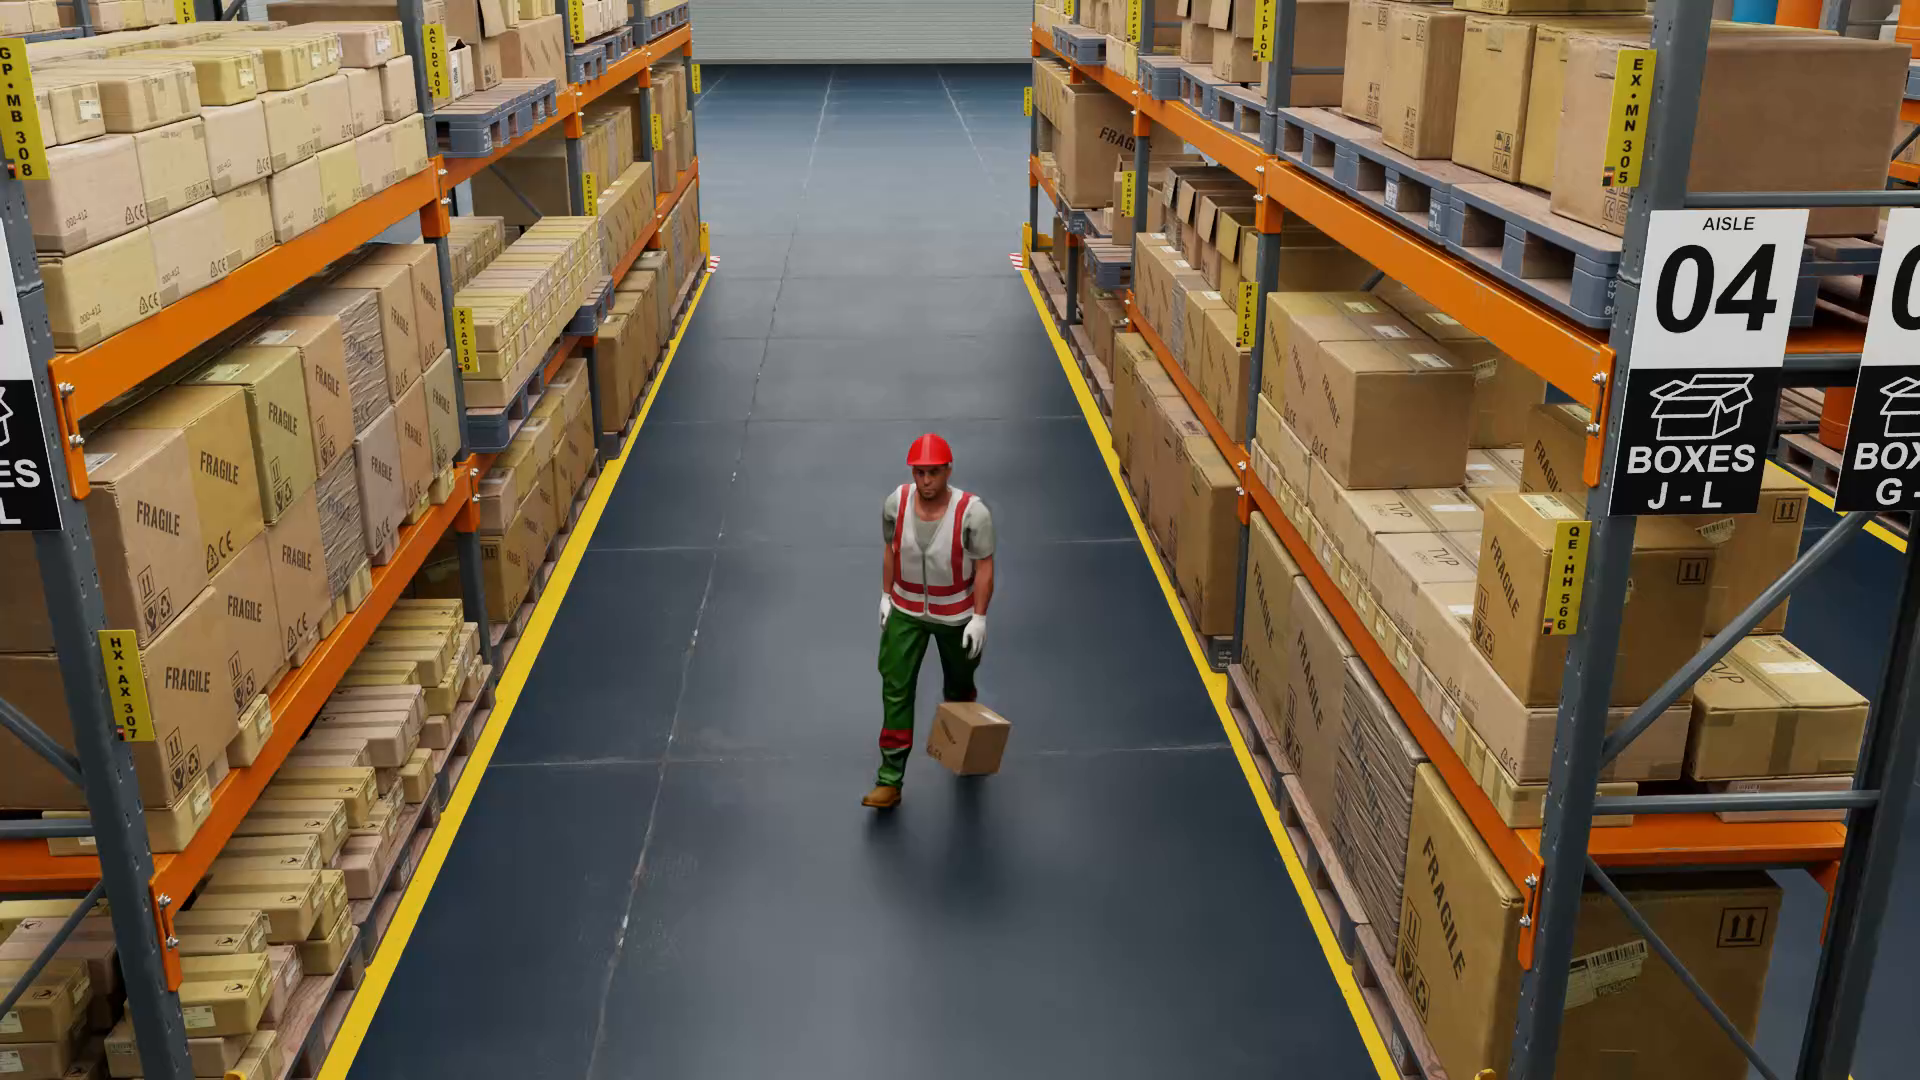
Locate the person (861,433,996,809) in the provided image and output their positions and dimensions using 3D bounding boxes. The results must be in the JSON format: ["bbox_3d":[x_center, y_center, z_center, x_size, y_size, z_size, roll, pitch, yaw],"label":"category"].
[{"bbox_3d":[-0.128,0.341,7.649,0.578,1.748,0.950,4,21,12],"label":"person"}]
